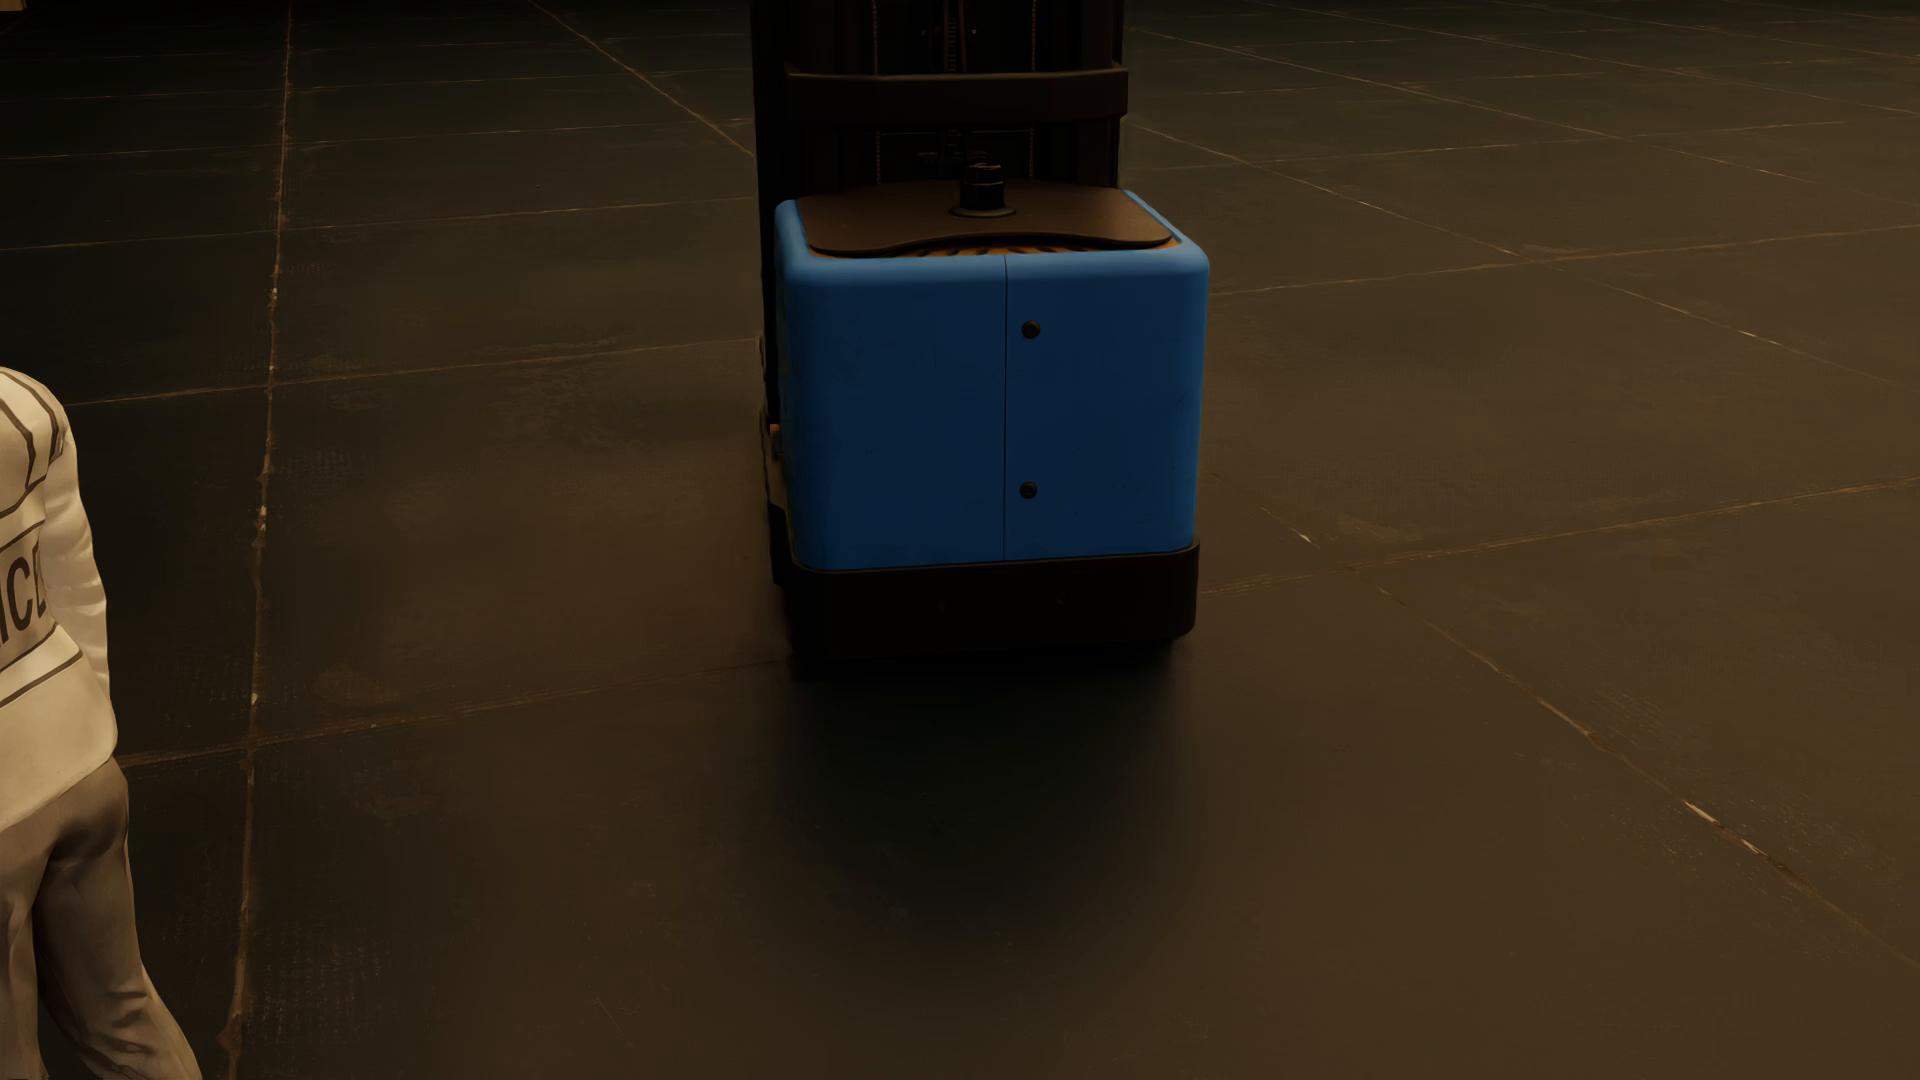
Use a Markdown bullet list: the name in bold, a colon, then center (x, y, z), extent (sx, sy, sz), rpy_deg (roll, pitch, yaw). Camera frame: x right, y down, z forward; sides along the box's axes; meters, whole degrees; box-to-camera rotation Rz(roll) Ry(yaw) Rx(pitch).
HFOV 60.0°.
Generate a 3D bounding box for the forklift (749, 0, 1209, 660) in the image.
- **forklift**: center (-0.102, -1.587, 5.073), extent (1.130, 2.935, 3.031), rpy_deg (-3, 23, -7)

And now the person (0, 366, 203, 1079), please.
- **person**: center (-1.237, 0.349, 2.075), extent (0.332, 1.691, 0.469), rpy_deg (5, 23, 12)
